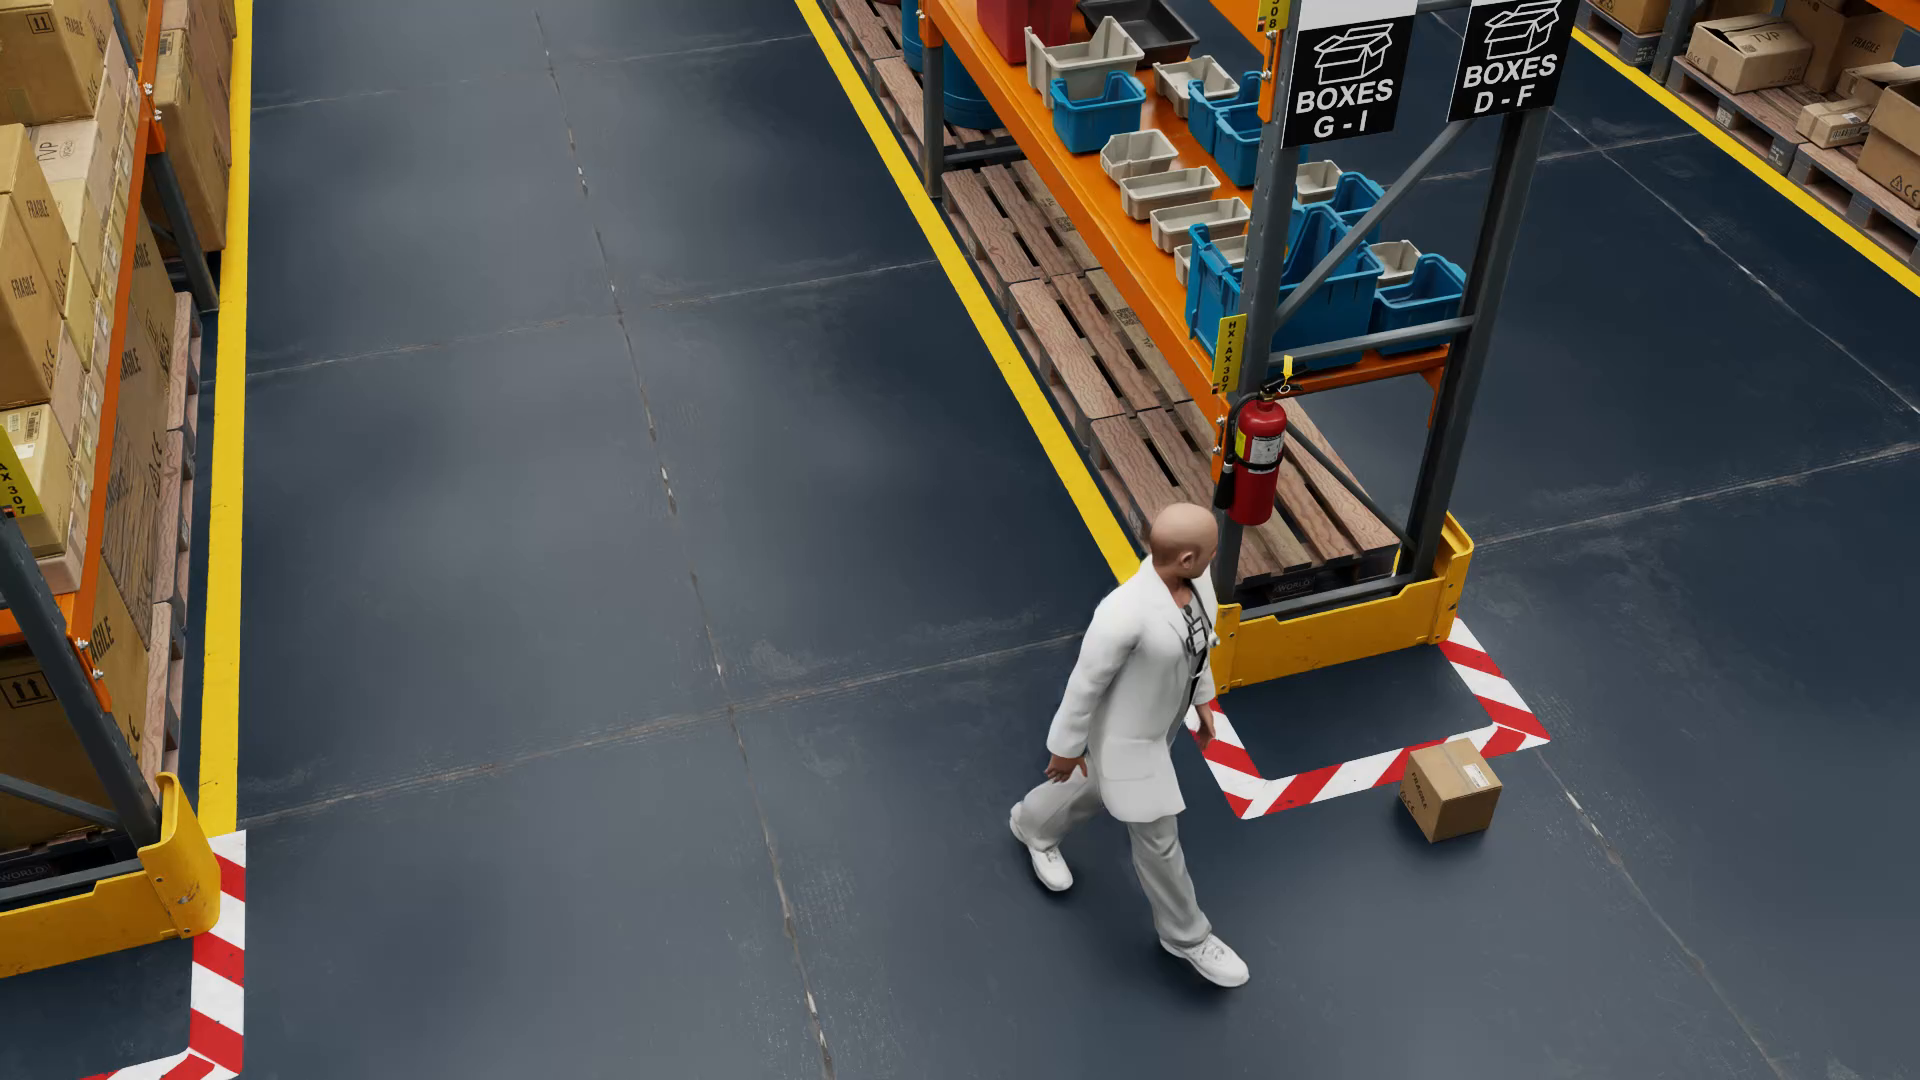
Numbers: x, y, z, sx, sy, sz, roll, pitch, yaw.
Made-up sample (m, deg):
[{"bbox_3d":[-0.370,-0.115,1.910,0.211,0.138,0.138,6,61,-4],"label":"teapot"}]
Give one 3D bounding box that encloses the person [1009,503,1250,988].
[{"bbox_3d":[0.648,0.613,5.479,1.059,1.711,0.641,23,47,24],"label":"person"}]
